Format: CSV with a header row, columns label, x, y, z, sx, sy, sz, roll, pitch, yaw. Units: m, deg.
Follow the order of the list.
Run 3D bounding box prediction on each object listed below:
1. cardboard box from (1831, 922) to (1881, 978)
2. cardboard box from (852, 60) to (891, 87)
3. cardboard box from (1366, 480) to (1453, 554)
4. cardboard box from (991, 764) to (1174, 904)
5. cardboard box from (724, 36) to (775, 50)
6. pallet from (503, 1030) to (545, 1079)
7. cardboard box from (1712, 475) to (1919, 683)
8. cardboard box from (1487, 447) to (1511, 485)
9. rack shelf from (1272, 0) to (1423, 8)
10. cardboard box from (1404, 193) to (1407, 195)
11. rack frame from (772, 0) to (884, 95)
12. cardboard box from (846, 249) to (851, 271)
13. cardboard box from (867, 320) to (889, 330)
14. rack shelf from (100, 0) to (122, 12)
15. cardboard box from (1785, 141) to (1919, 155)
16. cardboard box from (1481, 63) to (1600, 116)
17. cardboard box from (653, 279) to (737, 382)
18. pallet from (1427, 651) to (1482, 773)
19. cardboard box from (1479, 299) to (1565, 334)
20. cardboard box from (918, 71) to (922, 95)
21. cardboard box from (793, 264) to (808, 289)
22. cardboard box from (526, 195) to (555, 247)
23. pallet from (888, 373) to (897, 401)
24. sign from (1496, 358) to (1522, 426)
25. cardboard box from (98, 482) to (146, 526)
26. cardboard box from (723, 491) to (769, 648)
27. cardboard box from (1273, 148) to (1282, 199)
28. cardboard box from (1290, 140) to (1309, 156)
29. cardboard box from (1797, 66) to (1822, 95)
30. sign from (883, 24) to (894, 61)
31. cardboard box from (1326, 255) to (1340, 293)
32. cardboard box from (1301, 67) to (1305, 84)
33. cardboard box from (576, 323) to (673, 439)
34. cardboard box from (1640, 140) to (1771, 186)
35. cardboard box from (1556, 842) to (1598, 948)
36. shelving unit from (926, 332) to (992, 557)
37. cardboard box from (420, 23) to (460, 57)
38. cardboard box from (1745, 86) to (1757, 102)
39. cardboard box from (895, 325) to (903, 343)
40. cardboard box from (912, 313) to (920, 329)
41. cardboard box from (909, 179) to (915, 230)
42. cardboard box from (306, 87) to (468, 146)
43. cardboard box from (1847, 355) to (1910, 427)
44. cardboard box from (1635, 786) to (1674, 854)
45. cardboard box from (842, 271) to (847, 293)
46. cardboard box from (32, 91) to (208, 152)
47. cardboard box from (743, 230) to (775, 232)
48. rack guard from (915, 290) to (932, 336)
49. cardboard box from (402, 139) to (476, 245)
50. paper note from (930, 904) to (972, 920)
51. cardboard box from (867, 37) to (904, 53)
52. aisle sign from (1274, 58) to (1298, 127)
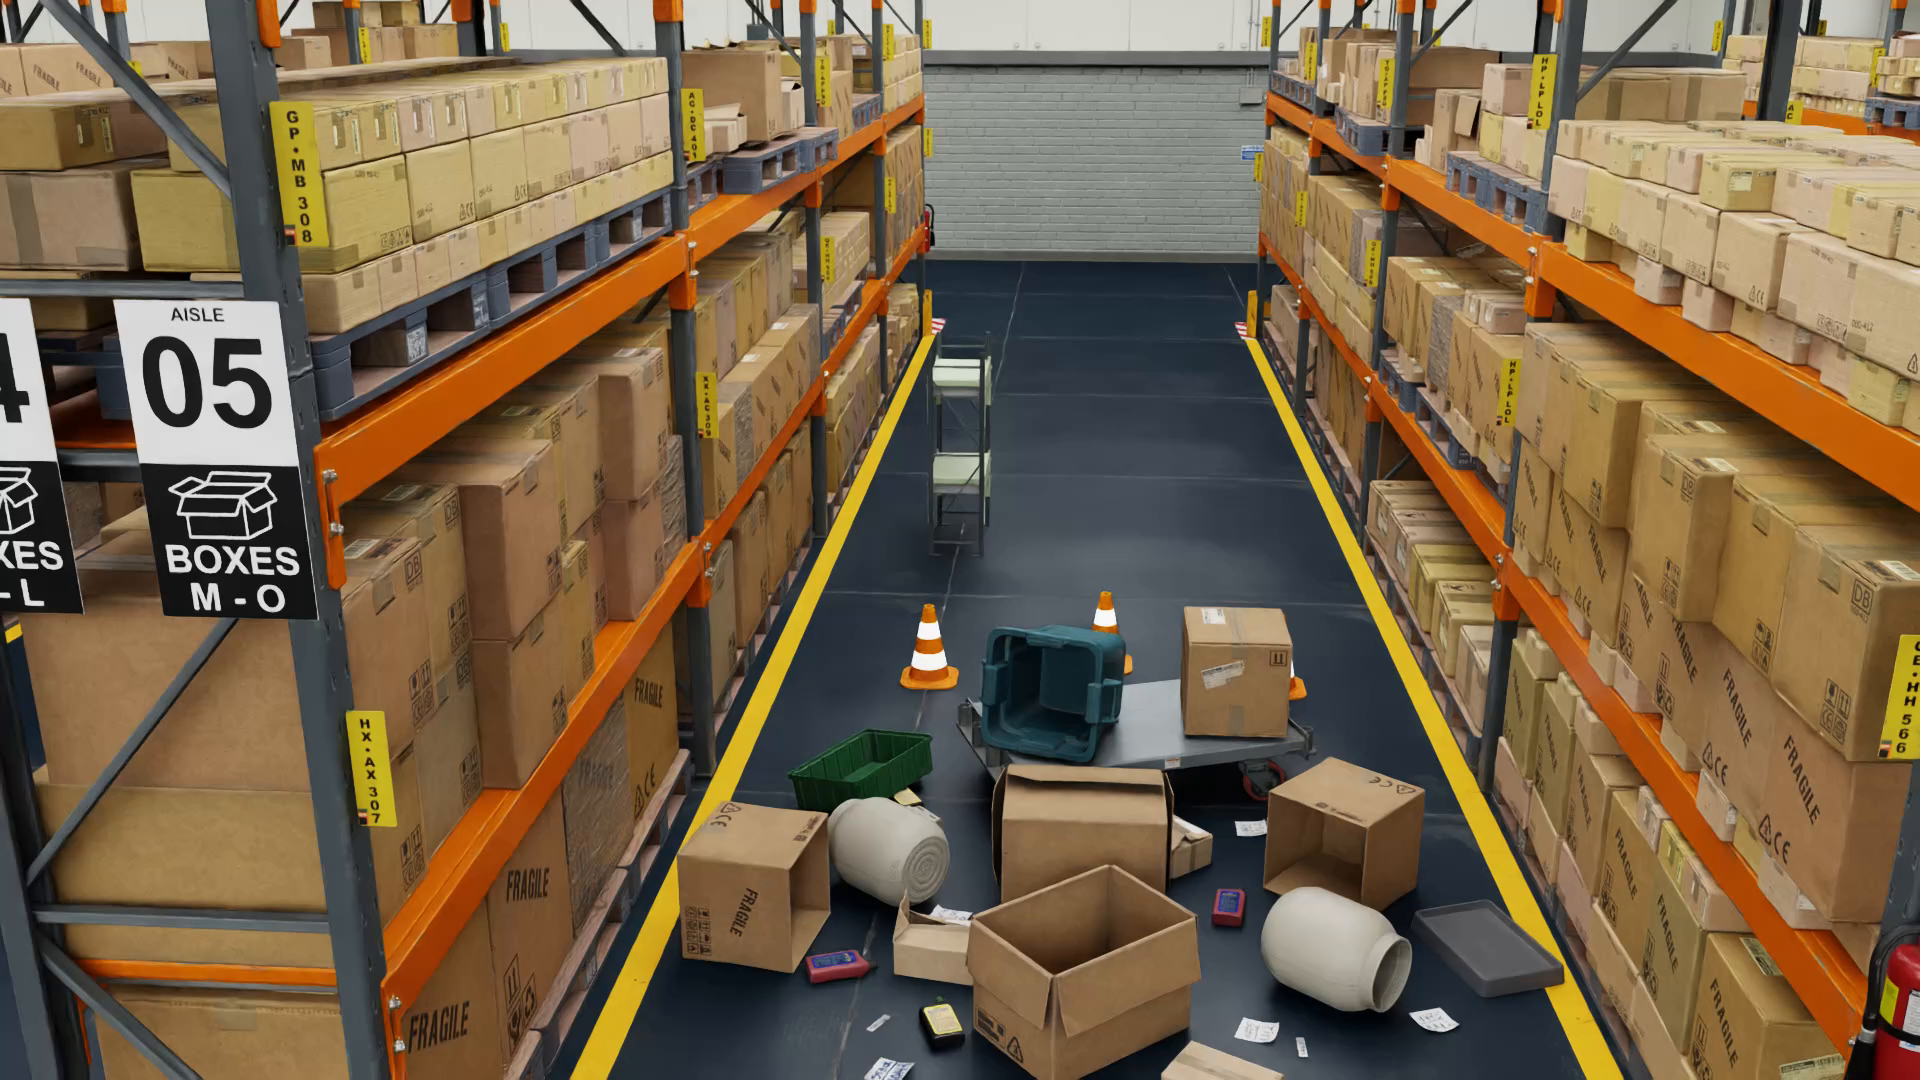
label,x,y,z,sx,sy,sz,roll,pitch,yaw
cardboard box,2.688,1.103,4.644,0.380,0.149,0.250,2,18,6
cardboard box,-0.936,-4.438,15.769,0.500,0.250,0.500,2,18,6
cardboard box,3.398,-0.156,11.627,0.950,0.372,0.625,0,18,0
cardboard box,0.534,1.333,7.327,0.797,0.637,0.503,1,18,4
cardboard box,-1.655,-3.828,13.080,0.396,0.266,0.258,1,18,4
pallet,-2.090,2.100,5.674,1.003,0.211,1.213,1,18,4
cardboard box,2.737,0.120,4.996,0.700,0.500,0.500,1,18,4
cardboard box,2.923,-0.384,8.507,0.380,0.149,0.250,2,18,5
rack shelf,3.878,-5.563,16.745,1.077,0.370,4.000,1,18,4
cardboard box,3.868,-2.683,14.028,0.500,0.500,0.500,2,18,6
rack frame,-1.210,-5.553,14.917,1.000,3.000,0.127,1,18,4
cardboard box,-1.132,-2.386,14.138,0.380,0.149,0.250,1,18,4
cardboard box,-0.934,-2.177,17.198,0.380,0.149,0.250,1,18,2
rack shelf,-6.580,-3.299,9.838,1.077,0.370,4.000,1,18,4
cardboard box,3.297,-1.396,6.171,0.380,0.149,0.250,1,18,3
cardboard box,3.127,-2.430,8.967,0.500,0.250,0.500,2,18,5
cardboard box,-1.682,-1.211,9.535,0.700,0.500,0.500,1,18,4
pallet,3.216,0.945,9.199,1.003,0.211,1.213,1,18,4
cardboard box,3.006,-1.197,8.906,0.380,0.149,0.250,1,18,2
cardboard box,-0.691,-5.151,18.750,0.500,0.250,0.500,1,18,3
cardboard box,-1.270,-1.963,12.370,0.380,0.149,0.250,1,18,4
cardboard box,-1.617,-1.098,5.709,0.380,0.149,0.250,1,18,4
pallet,-1.197,-1.586,16.924,1.003,0.211,1.213,1,18,4
sign,2.608,-0.699,7.881,0.100,0.325,0.005,1,18,4
cardboard box,-6.464,-0.414,12.178,0.700,0.500,0.500,0,18,1
cardboard box,-1.755,0.158,10.062,1.050,0.750,0.750,1,18,4
cardboard box,3.644,-3.924,17.816,0.500,0.500,0.500,1,18,3
cardboard box,3.597,-4.029,17.092,0.380,0.149,0.250,1,18,4
cardboard box,8.546,-4.484,16.237,0.500,0.250,0.500,2,18,5
sign,-0.656,-4.549,15.208,0.100,0.325,0.005,1,18,4
cardboard box,3.316,-2.183,13.705,0.500,0.250,0.500,1,18,2
cardboard box,3.481,-4.463,15.978,0.380,0.149,0.250,2,18,5
cardboard box,-1.844,-0.688,7.729,0.875,0.550,0.550,1,18,4
cardboard box,2.783,-1.410,6.215,0.380,0.149,0.250,1,18,2
cardboard box,2.788,1.477,6.839,0.500,0.250,0.500,1,18,3
shelving unit,0.000,-0.711,12.183,0.431,1.500,0.755,1,18,4
cardboard box,-5.847,-5.643,19.016,0.700,0.500,0.500,0,18,1
cardboard box,8.570,-4.731,17.631,0.380,0.149,0.250,2,18,5
cardboard box,-0.807,-2.196,17.734,0.380,0.149,0.250,1,18,3
cardboard box,-0.670,-2.539,19.257,0.380,0.149,0.250,2,18,6
cardboard box,-0.767,-3.670,18.168,0.500,0.500,0.500,1,18,4
cardboard box,-1.673,-1.239,4.858,0.380,0.149,0.250,1,18,4
cardboard box,2.607,-0.397,4.403,0.380,0.149,0.250,1,18,4
cardboard box,2.673,1.017,5.998,0.380,0.149,0.250,2,18,6
cardboard box,-1.150,-2.167,13.947,0.380,0.149,0.250,1,18,2
cardboard box,-2.346,-1.176,4.666,0.380,0.149,0.250,2,18,5
cardboard box,-1.788,-2.551,14.164,0.380,0.149,0.250,2,18,6
rack guard,-0.928,-2.733,19.960,1.175,0.500,0.348,1,18,4
cardboard box,-1.744,-1.019,4.827,0.500,0.250,0.500,1,18,3
paper note,-0.055,1.660,7.320,0.172,0.023,0.155,8,20,23
cardboard box,-0.786,-5.138,17.267,0.380,0.149,0.250,1,18,2
aisle sign,3.738,-5.129,19.084,0.394,0.787,0.004,1,18,4
